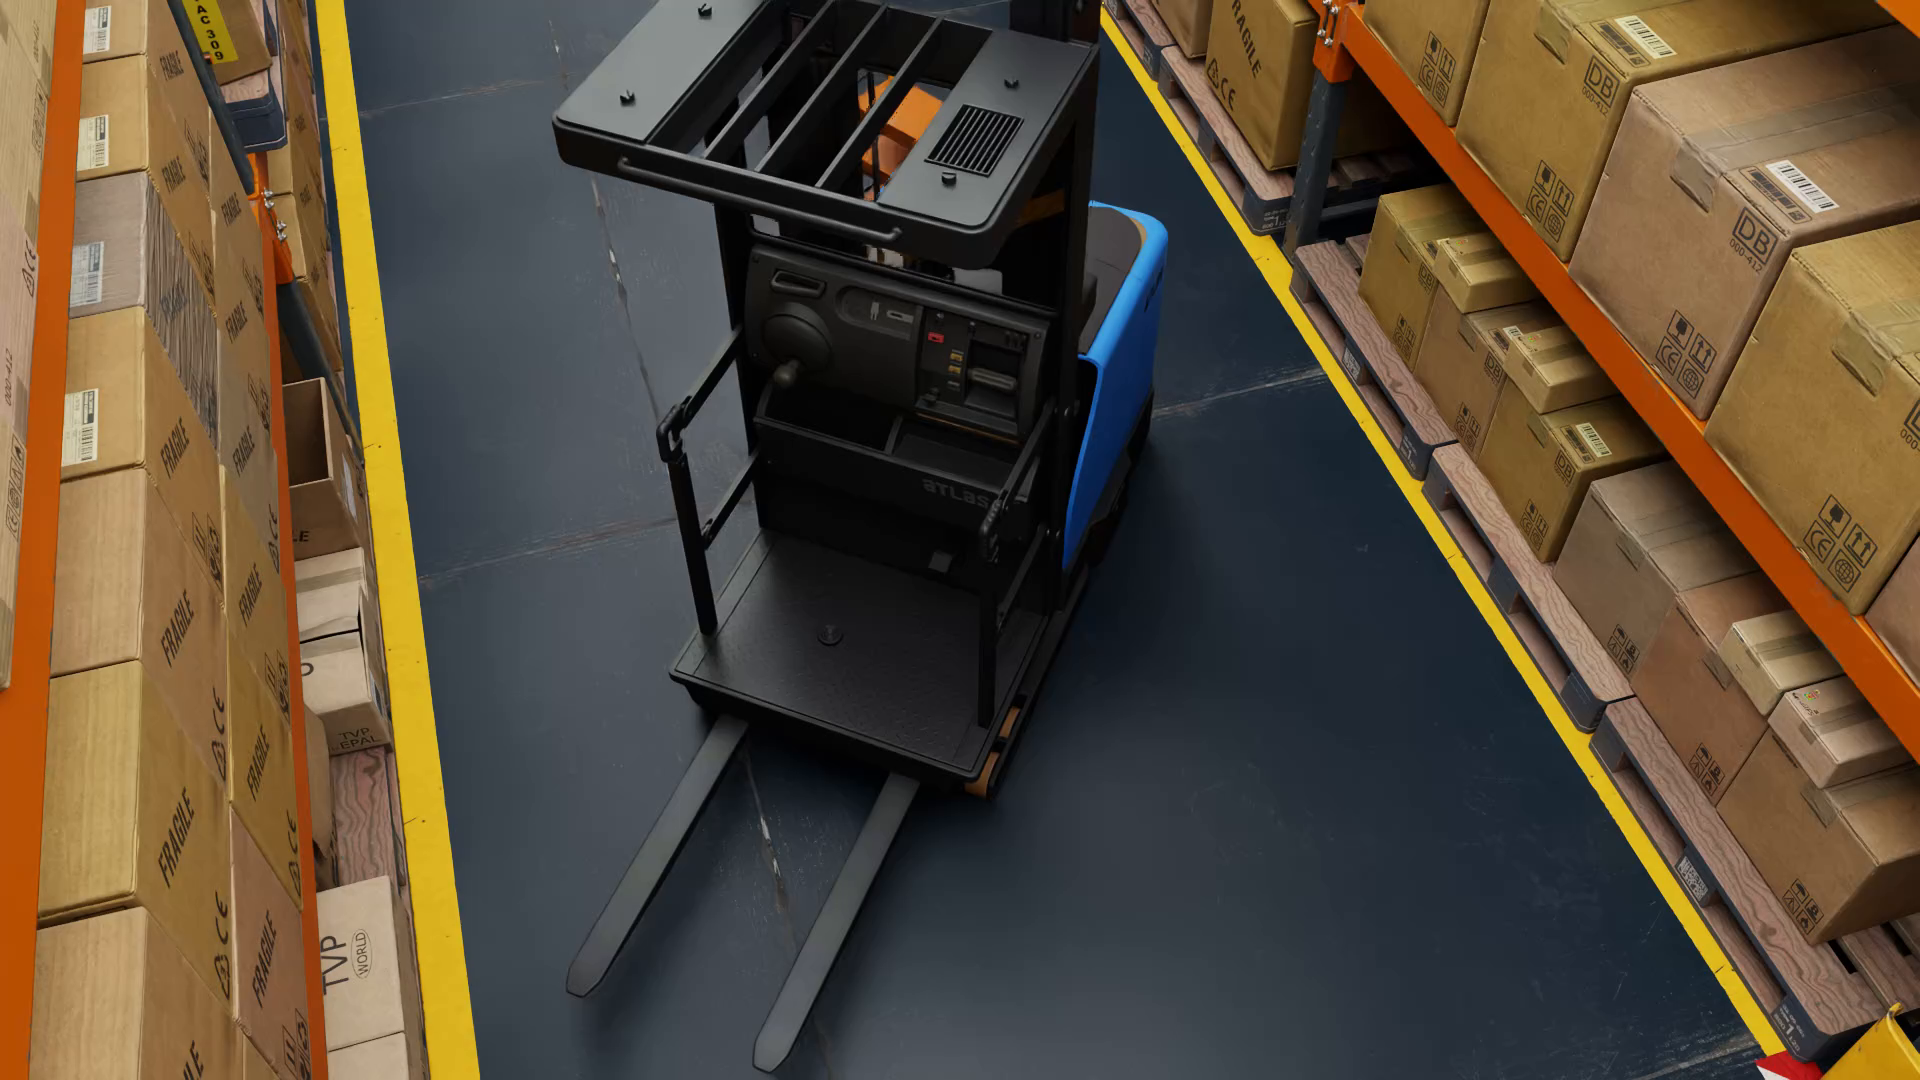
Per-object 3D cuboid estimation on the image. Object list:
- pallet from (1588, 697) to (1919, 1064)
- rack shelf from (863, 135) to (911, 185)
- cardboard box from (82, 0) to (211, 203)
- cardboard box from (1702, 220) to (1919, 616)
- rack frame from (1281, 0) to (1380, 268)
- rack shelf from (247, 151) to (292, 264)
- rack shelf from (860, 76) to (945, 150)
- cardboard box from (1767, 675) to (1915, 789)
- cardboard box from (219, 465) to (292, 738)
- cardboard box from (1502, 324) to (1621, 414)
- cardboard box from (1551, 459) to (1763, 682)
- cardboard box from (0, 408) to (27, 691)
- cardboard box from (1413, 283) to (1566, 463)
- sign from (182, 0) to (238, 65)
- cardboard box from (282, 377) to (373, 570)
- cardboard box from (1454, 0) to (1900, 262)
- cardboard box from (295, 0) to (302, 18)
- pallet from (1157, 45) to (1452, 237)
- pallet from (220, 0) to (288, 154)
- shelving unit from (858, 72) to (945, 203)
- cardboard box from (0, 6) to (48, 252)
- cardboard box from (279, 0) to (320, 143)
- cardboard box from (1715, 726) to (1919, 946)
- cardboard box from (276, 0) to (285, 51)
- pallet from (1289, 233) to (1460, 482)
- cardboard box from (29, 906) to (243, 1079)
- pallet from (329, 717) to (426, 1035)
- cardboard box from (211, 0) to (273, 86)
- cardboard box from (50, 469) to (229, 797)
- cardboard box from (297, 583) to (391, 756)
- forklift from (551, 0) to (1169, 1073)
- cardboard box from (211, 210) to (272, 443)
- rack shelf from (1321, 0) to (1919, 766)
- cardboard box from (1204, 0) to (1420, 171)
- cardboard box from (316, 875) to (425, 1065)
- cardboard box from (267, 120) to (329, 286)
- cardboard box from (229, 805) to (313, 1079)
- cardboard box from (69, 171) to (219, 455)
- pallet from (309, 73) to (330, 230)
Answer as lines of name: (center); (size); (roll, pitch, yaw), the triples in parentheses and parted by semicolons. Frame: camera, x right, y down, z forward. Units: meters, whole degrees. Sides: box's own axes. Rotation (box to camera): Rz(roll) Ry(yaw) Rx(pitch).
pallet: (2.782, 0.942, 5.318); (1.003, 0.211, 1.213); (-13, 51, -11)
rack shelf: (-0.158, -1.405, 6.445); (0.480, 0.148, 0.258); (34, 58, 25)
cardboard box: (-2.424, -1.233, 4.608); (0.500, 0.500, 0.500); (-13, 51, -11)
cardboard box: (2.707, -0.386, 4.418); (0.980, 0.700, 0.700); (-14, 51, -11)
rack frame: (1.910, -2.312, 6.237); (1.000, 3.000, 0.127); (-13, 51, -11)
rack shelf: (-3.412, -2.418, 6.797); (1.077, 0.370, 4.000); (-13, 51, -11)
rack shelf: (-0.158, -1.558, 6.264); (0.480, 0.148, 0.258); (34, 58, 25)
cardboard box: (2.579, 0.530, 4.778); (0.380, 0.149, 0.250); (-14, 51, -11)
cardboard box: (-1.967, 0.208, 4.047); (0.500, 0.500, 0.500); (-13, 51, -10)
cardboard box: (2.115, -0.609, 5.737); (0.380, 0.149, 0.250); (-15, 51, -12)
cardboard box: (2.493, 0.059, 5.599); (0.700, 0.500, 0.500); (-15, 51, -12)
cardboard box: (-1.682, 0.013, 2.413); (0.500, 0.250, 0.500); (-13, 51, -11)
cardboard box: (2.179, -0.705, 6.242); (0.700, 0.500, 0.500); (-14, 51, -11)
sign: (-2.304, -1.597, 5.068); (0.100, 0.325, 0.005); (-13, 51, -11)
cardboard box: (-2.381, -0.173, 5.781); (0.500, 0.500, 0.500); (-13, 51, -11)
cardboard box: (2.266, -1.474, 5.335); (0.980, 0.700, 0.700); (-14, 51, -12)
cardboard box: (-3.503, -2.817, 8.010); (0.500, 0.500, 0.500); (-12, 51, -10)
pallet: (1.610, -1.960, 7.764); (1.003, 0.211, 1.213); (-13, 51, -11)
pallet: (-2.953, -1.736, 5.877); (1.003, 0.211, 1.213); (-13, 51, -11)
shelving unit: (-0.158, -1.304, 6.565); (0.503, 1.200, 0.258); (34, 58, 25)
cardboard box: (-1.986, -0.716, 3.028); (0.500, 0.250, 0.500); (-13, 51, -11)
cardboard box: (-3.189, -2.057, 7.369); (0.500, 0.500, 0.500); (-15, 52, -12)
cardboard box: (2.791, 0.791, 4.981); (0.700, 0.500, 0.500); (-13, 51, -11)
cardboard box: (-3.175, -2.272, 7.060); (0.500, 0.250, 0.500); (-14, 51, -12)
pallet: (2.061, -0.840, 6.820); (1.003, 0.211, 1.213); (-13, 51, -11)
cardboard box: (-1.517, 0.994, 2.731); (0.500, 0.500, 0.500); (-12, 51, -10)
pallet: (-2.254, 1.104, 5.181); (1.003, 0.211, 1.213); (-13, 51, -11)
cardboard box: (-2.747, -1.753, 5.426); (0.700, 0.500, 0.500); (-30, 56, -23)
cardboard box: (-1.822, 0.247, 3.360); (0.500, 0.500, 0.500); (-13, 51, -10)
cardboard box: (-2.159, 0.435, 5.392); (0.500, 0.311, 0.500); (-13, 51, -11)
forklift: (-0.277, -0.465, 4.725); (1.130, 2.935, 3.031); (17, 52, 14)
cardboard box: (-2.274, -0.538, 4.676); (0.500, 0.500, 0.500); (-12, 51, -10)
rack shelf: (2.502, -0.619, 5.281); (1.077, 0.370, 4.000); (-13, 51, -11)
cardboard box: (1.594, -2.200, 7.274); (0.750, 0.750, 0.750); (-13, 51, -11)
cardboard box: (-1.823, 1.285, 4.715); (0.500, 0.250, 0.500); (-13, 51, -11)
cardboard box: (-2.899, -1.321, 6.749); (0.500, 0.500, 0.500); (-13, 51, -10)
cardboard box: (-1.675, 0.941, 3.430); (0.500, 0.500, 0.500); (-14, 51, -11)
cardboard box: (-2.121, -0.491, 3.983); (0.500, 0.500, 0.500); (-13, 51, -11)
pallet: (-3.462, -1.769, 7.603); (1.003, 0.211, 1.213); (-13, 51, -11)
